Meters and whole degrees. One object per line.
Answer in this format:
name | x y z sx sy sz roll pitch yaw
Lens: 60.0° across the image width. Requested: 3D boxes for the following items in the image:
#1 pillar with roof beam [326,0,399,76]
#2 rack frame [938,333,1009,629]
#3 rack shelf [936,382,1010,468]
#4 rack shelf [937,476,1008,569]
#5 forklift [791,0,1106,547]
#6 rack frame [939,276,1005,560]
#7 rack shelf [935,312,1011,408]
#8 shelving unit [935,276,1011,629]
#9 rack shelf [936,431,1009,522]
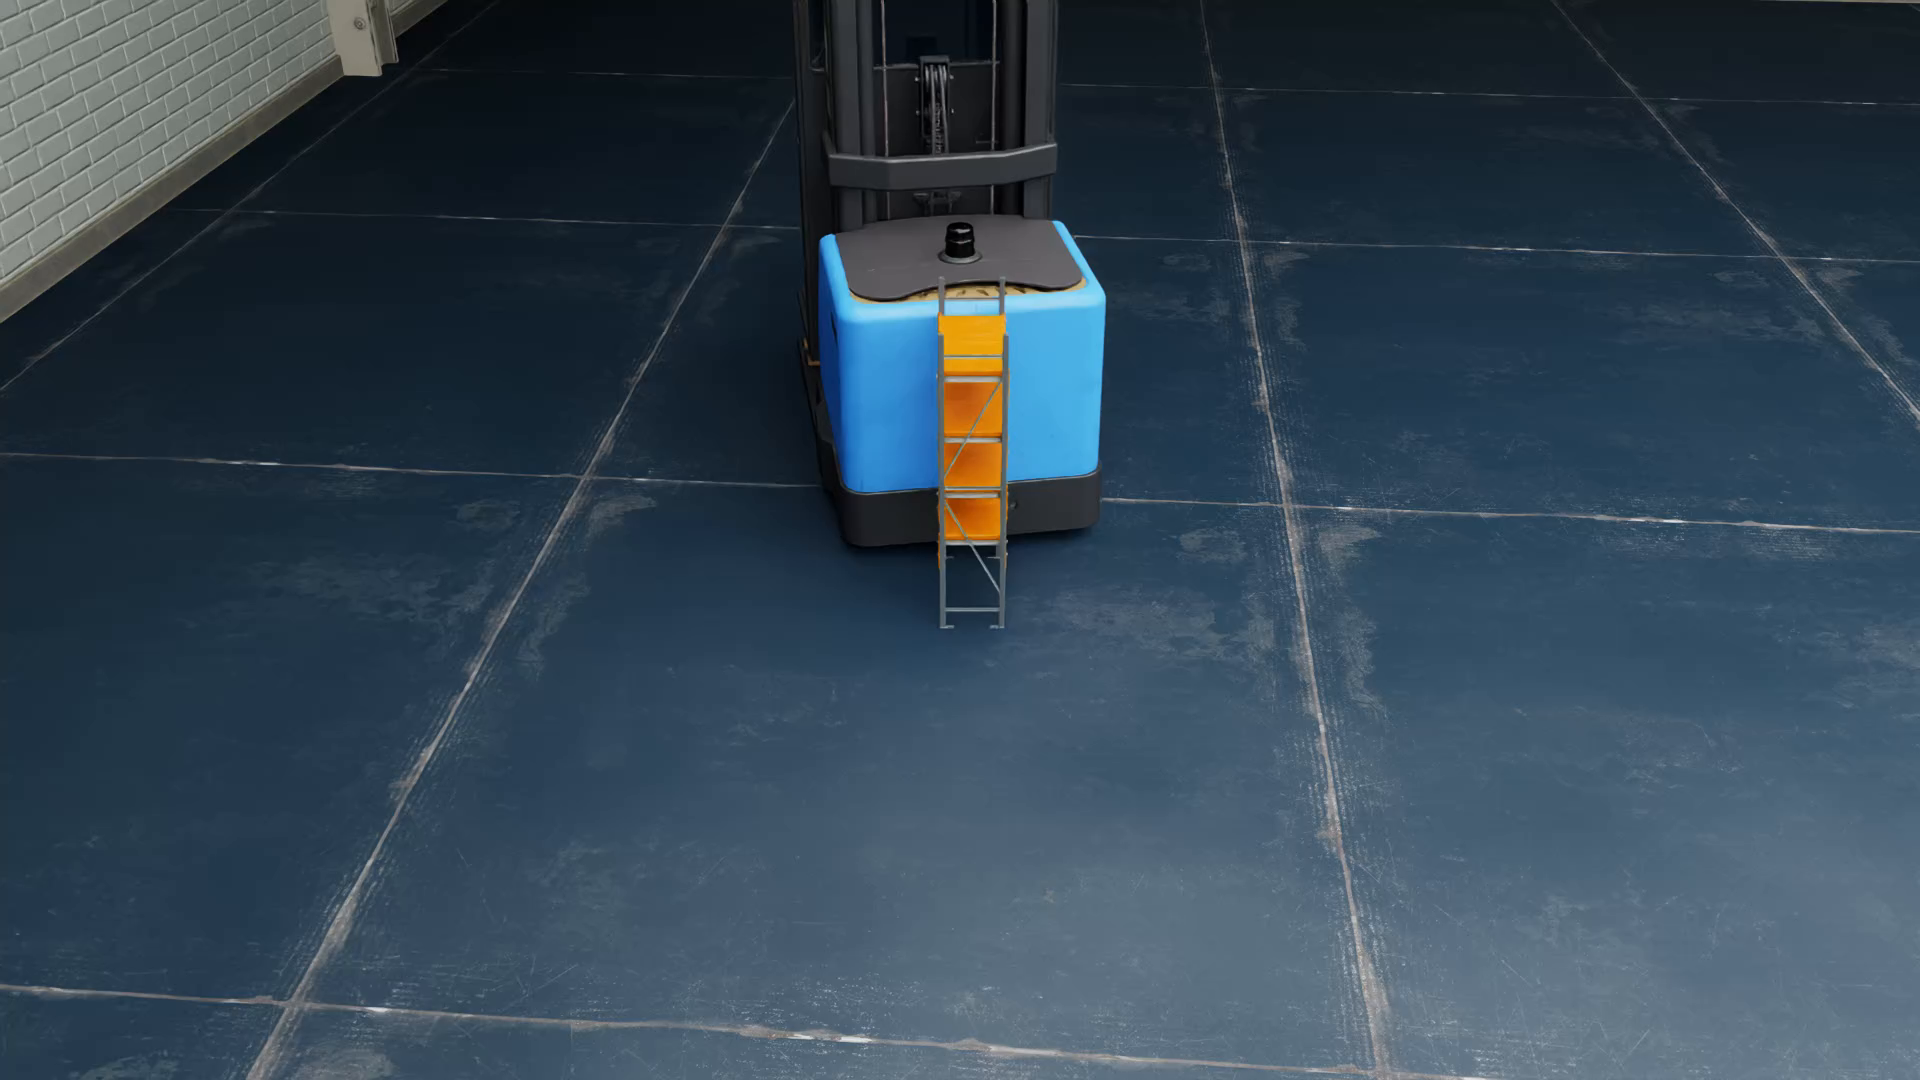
pillar with roof beam | -0.150 -7.198 9.853 9.100 9.000 0.400 2 32 4
rack frame | 0.045 -0.181 5.900 0.240 1.200 0.015 0 32 0
rack shelf | 0.044 -0.442 6.026 0.258 0.148 0.480 0 32 0
rack shelf | 0.044 -0.083 6.248 0.258 0.148 0.480 0 32 0
forklift | -0.182 -1.979 7.168 1.130 2.935 3.031 -5 32 -8
rack frame | 0.043 -0.437 6.316 0.240 1.200 0.015 0 32 0
rack shelf | 0.044 -0.644 5.902 0.258 0.148 0.480 0 32 0
shelving unit | 0.044 -0.309 6.108 0.258 1.200 0.503 0 32 0
rack shelf | 0.044 -0.252 6.144 0.258 0.148 0.480 0 32 0
